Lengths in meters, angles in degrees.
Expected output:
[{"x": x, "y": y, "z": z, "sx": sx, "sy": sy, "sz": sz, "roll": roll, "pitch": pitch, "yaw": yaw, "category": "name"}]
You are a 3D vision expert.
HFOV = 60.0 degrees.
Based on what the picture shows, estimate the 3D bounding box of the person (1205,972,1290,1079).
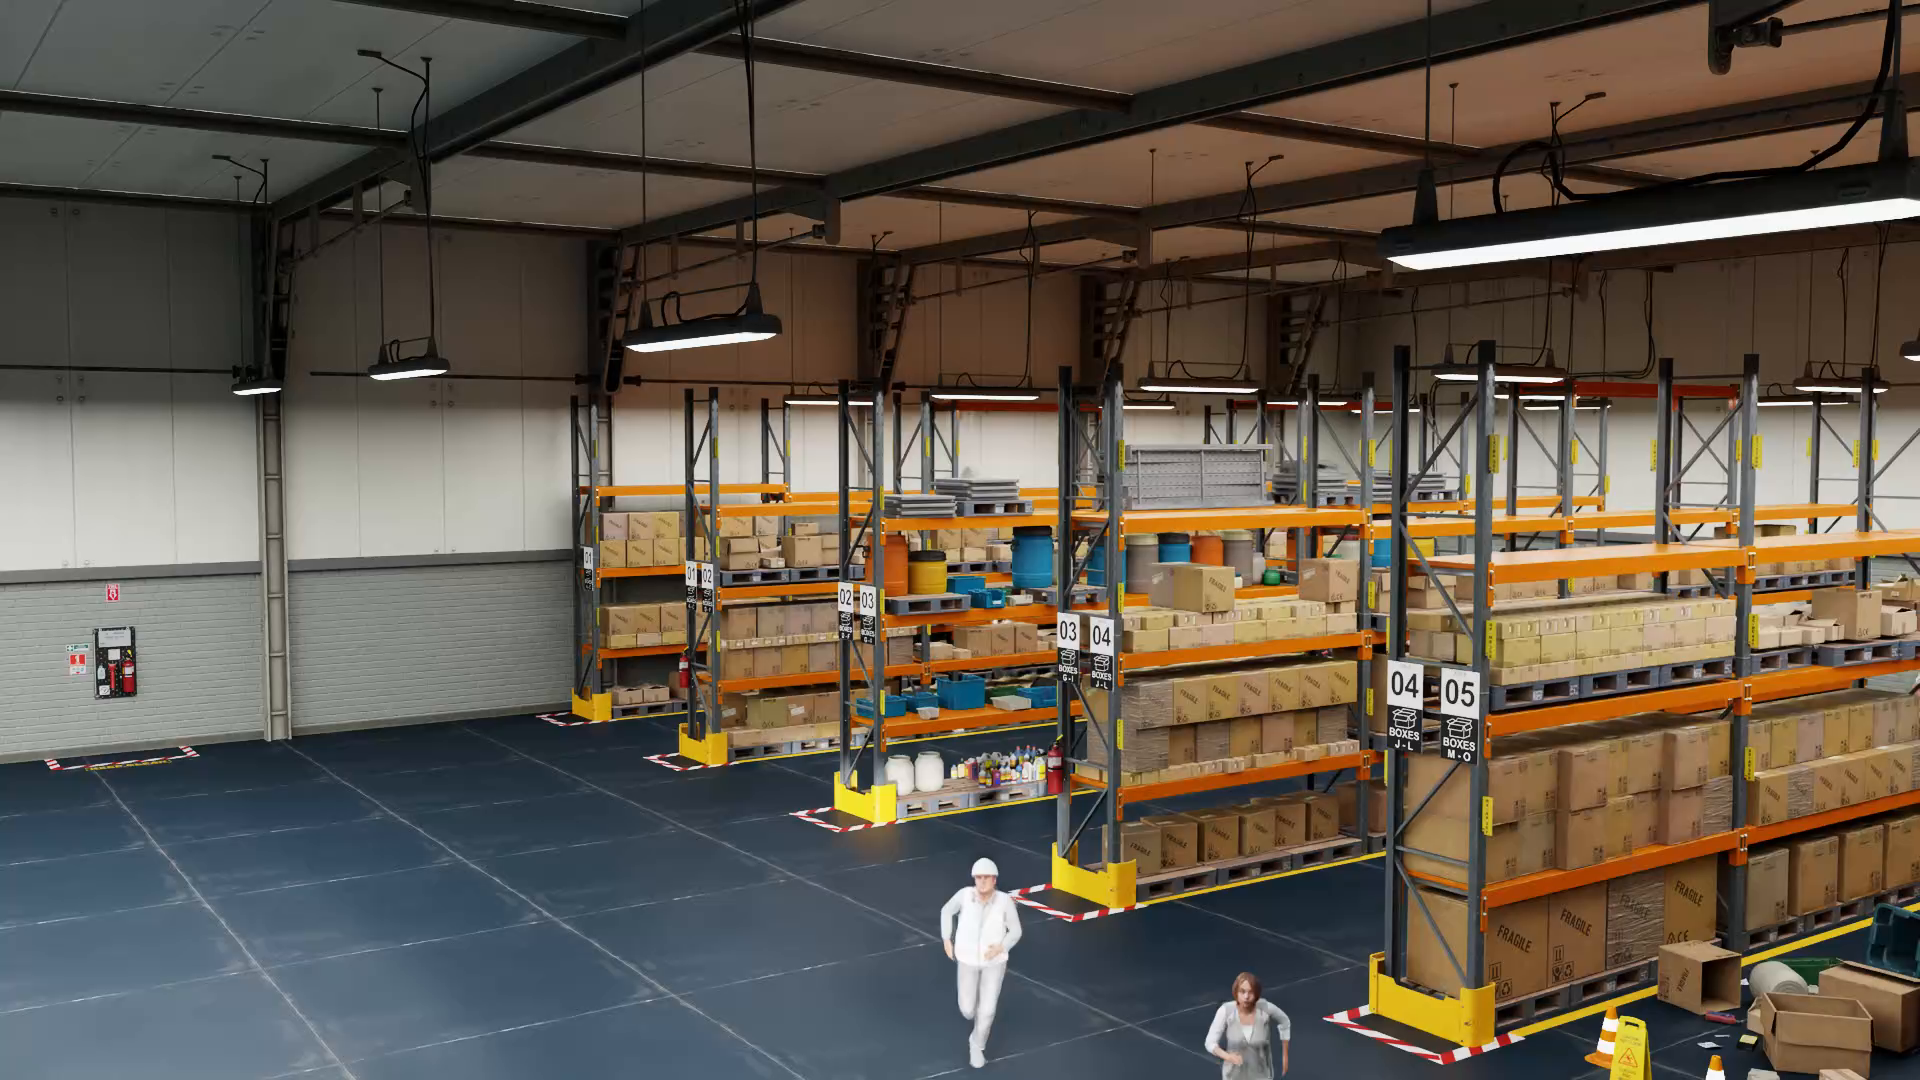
[{"x": 1.949, "y": 3.689, "z": 11.282, "sx": 0.562, "sy": 1.625, "sz": 0.849, "roll": 1, "pitch": 4, "yaw": 11, "category": "person"}]

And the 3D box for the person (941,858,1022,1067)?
[{"x": 0.170, "y": 3.487, "z": 13.834, "sx": 0.694, "sy": 1.730, "sz": 0.680, "roll": 0, "pitch": 3, "yaw": 8, "category": "person"}]

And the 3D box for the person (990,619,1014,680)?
[{"x": 0.795, "y": 2.246, "z": 33.634, "sx": 0.735, "sy": 1.835, "sz": 0.654, "roll": -3, "pitch": 5, "yaw": -44, "category": "person"}]

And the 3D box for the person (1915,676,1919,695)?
[{"x": 16.017, "y": 2.695, "z": 27.057, "sx": 0.760, "sy": 1.773, "sz": 0.750, "roll": 0, "pitch": 3, "yaw": 3, "category": "person"}]
